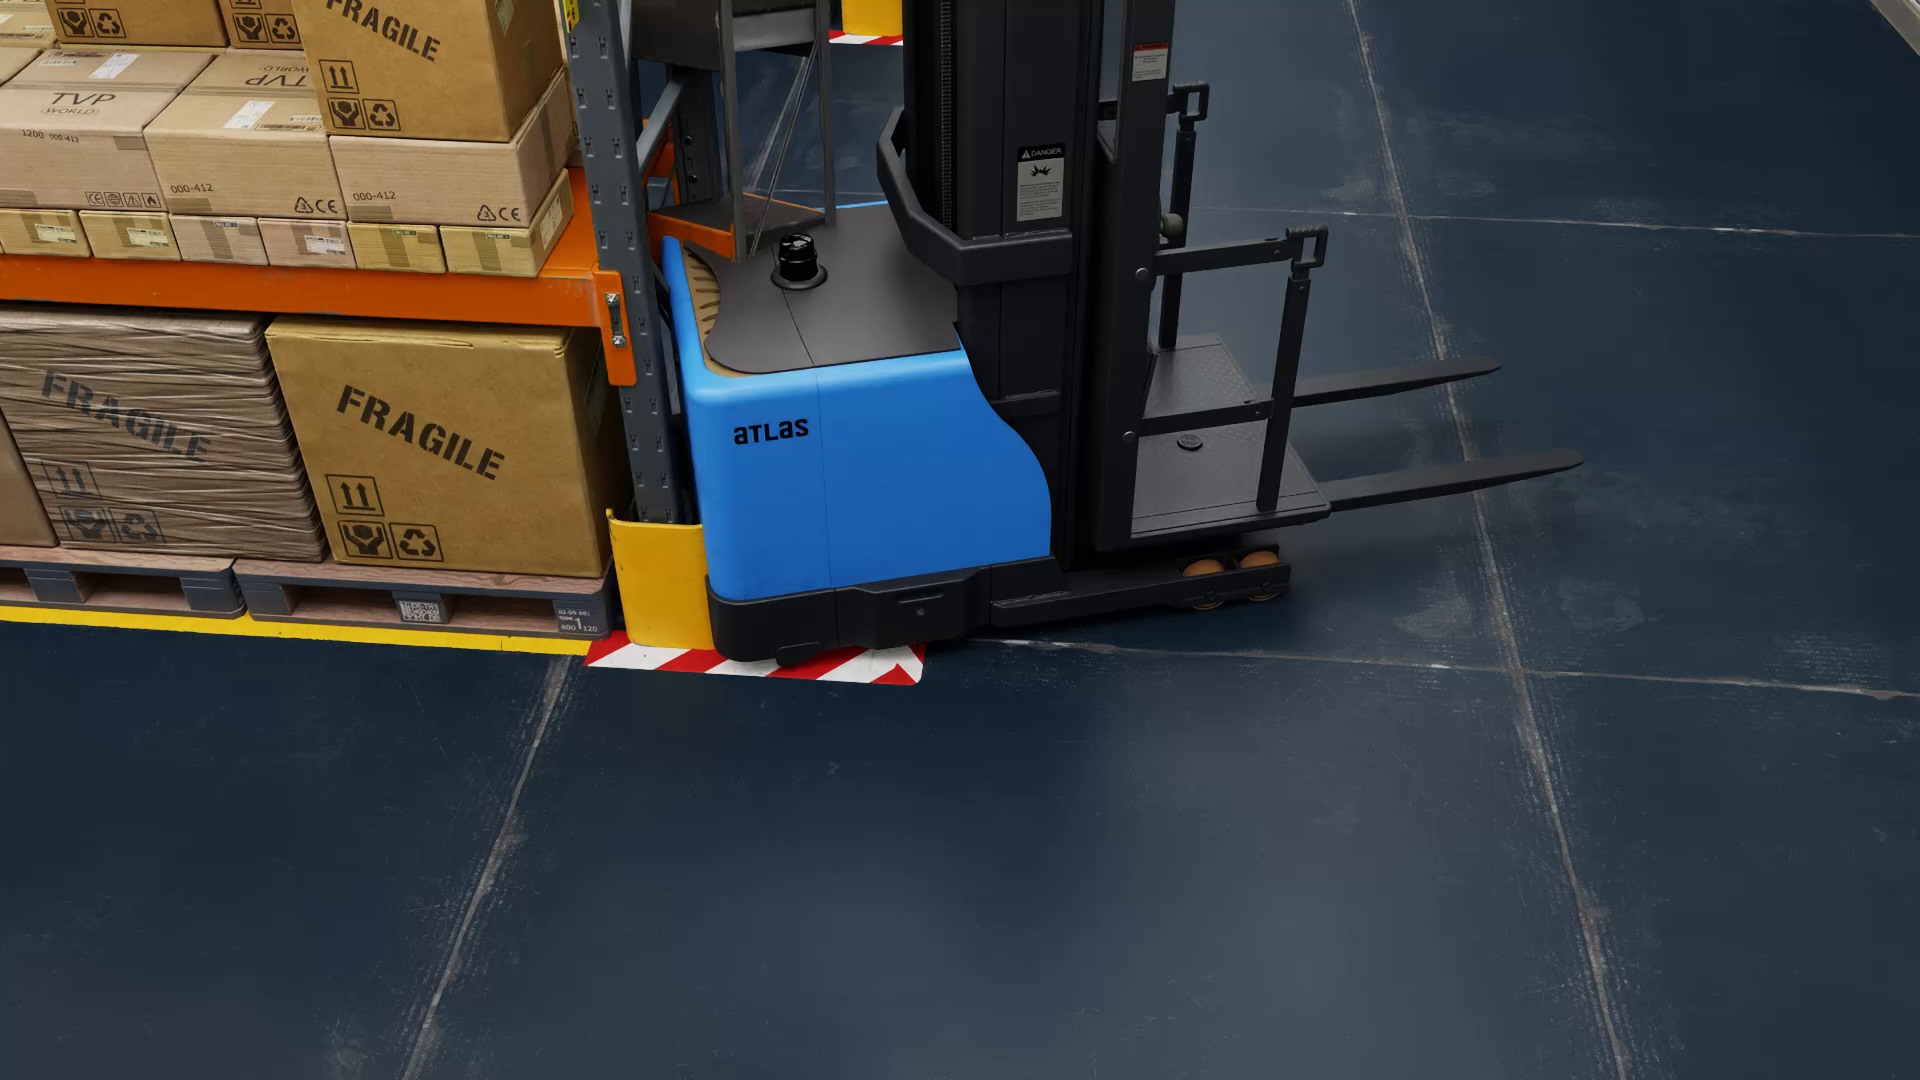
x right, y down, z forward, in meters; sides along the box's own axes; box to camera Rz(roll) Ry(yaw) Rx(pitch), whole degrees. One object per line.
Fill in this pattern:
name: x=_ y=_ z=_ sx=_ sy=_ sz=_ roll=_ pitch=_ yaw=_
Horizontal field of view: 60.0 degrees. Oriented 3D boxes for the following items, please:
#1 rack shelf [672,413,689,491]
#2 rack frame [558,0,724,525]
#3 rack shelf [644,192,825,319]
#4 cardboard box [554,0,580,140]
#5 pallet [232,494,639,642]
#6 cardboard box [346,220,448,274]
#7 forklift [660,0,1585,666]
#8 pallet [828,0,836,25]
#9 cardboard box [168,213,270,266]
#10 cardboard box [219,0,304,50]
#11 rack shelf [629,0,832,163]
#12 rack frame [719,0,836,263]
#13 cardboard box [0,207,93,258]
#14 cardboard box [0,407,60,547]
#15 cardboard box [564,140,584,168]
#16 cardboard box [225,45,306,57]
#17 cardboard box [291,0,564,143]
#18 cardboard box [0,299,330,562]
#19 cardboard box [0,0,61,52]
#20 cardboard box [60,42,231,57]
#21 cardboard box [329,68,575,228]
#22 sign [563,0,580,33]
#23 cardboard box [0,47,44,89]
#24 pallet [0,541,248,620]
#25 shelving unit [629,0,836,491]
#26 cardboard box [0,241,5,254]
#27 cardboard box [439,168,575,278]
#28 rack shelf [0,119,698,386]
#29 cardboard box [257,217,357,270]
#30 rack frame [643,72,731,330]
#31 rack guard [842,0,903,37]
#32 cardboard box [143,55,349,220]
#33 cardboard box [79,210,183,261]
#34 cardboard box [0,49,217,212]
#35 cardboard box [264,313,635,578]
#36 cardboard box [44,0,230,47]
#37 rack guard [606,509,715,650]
rack shelf: x=-0.703 y=-0.198 z=5.658 sx=0.480 sy=0.518 sz=0.431 roll=21 pitch=32 yaw=40
rack frame: x=-0.885 y=-1.186 z=4.831 sx=0.127 sy=3.000 sz=1.000 roll=3 pitch=39 yaw=4
rack shelf: x=-0.708 y=-0.837 z=5.372 sx=0.480 sy=0.518 sz=0.431 roll=21 pitch=32 yaw=40
cardboard box: x=-1.340 y=-1.440 z=5.026 sx=0.500 sy=0.250 sz=0.500 roll=2 pitch=39 yaw=3
pallet: x=-1.688 y=-0.099 z=5.705 sx=1.213 sy=0.211 sz=1.003 roll=3 pitch=39 yaw=4
cardboard box: x=-1.527 y=-0.914 z=4.696 sx=0.250 sy=0.149 sz=0.380 roll=4 pitch=39 yaw=4
forklift: x=0.607 y=-1.225 z=4.934 sx=3.031 sy=2.935 sz=1.130 roll=-8 pitch=40 yaw=-10
pallet: x=-1.276 y=-3.289 z=9.624 sx=1.213 sy=0.211 sz=1.003 roll=3 pitch=39 yaw=4
cardboard box: x=-2.027 y=-0.943 z=4.731 sx=0.250 sy=0.149 sz=0.380 roll=4 pitch=39 yaw=5
cardboard box: x=-1.838 y=-1.758 z=4.822 sx=0.500 sy=0.500 sz=0.500 roll=2 pitch=39 yaw=3
rack shelf: x=-0.714 y=-1.475 z=5.086 sx=0.480 sy=0.518 sz=0.431 roll=21 pitch=32 yaw=40
rack frame: x=-0.534 y=-0.781 z=5.210 sx=0.015 sy=2.100 sz=0.400 roll=21 pitch=32 yaw=40
cardboard box: x=-2.544 y=-0.970 z=4.764 sx=0.250 sy=0.149 sz=0.380 roll=3 pitch=39 yaw=4
cardboard box: x=-3.323 y=-0.608 z=5.471 sx=0.875 sy=0.875 sz=0.875 roll=3 pitch=39 yaw=4
cardboard box: x=-1.210 y=-1.316 z=5.189 sx=0.250 sy=0.149 sz=0.380 roll=4 pitch=39 yaw=4
cardboard box: x=-1.858 y=-1.464 z=5.055 sx=0.500 sy=0.250 sz=0.500 roll=3 pitch=39 yaw=3
cardboard box: x=-1.393 y=-1.396 z=4.378 sx=0.500 sy=0.500 sz=0.500 roll=4 pitch=39 yaw=4
cardboard box: x=-2.436 y=-0.559 z=5.411 sx=0.875 sy=0.875 sz=0.875 roll=3 pitch=39 yaw=4
cardboard box: x=-2.879 y=-1.518 z=5.123 sx=0.500 sy=0.250 sz=0.500 roll=2 pitch=39 yaw=3
cardboard box: x=-2.358 y=-1.493 z=5.092 sx=0.500 sy=0.250 sz=0.500 roll=2 pitch=39 yaw=2
cardboard box: x=-1.390 y=-1.103 z=4.612 sx=0.500 sy=0.250 sz=0.500 roll=3 pitch=39 yaw=3
sign: x=-0.945 y=-1.387 z=3.973 sx=0.005 sy=0.325 sz=0.100 roll=3 pitch=39 yaw=4
cardboard box: x=-2.922 y=-1.184 z=4.712 sx=0.500 sy=0.250 sz=0.500 roll=3 pitch=39 yaw=4
pallet: x=-2.900 y=-0.167 z=5.788 sx=1.213 sy=0.211 sz=1.003 roll=3 pitch=39 yaw=4
shelving unit: x=-0.708 y=-0.849 z=5.366 sx=0.503 sy=2.100 sz=0.431 roll=21 pitch=32 yaw=40
cardboard box: x=-2.791 y=-0.985 z=4.783 sx=0.250 sy=0.149 sz=0.380 roll=4 pitch=39 yaw=5
cardboard box: x=-1.268 y=-0.901 z=4.680 sx=0.250 sy=0.149 sz=0.380 roll=4 pitch=39 yaw=5
rack shelf: x=-2.877 y=-1.016 z=5.192 sx=4.000 sy=0.370 sz=1.077 roll=3 pitch=39 yaw=4
cardboard box: x=-1.778 y=-0.929 z=4.714 sx=0.250 sy=0.149 sz=0.380 roll=3 pitch=39 yaw=4
rack frame: x=-0.883 y=-0.918 z=5.523 sx=0.015 sy=2.100 sz=0.400 roll=21 pitch=32 yaw=40
rack guard: x=-0.432 y=-3.339 z=9.456 sx=0.348 sy=0.500 sz=1.175 roll=3 pitch=39 yaw=4
cardboard box: x=-1.896 y=-1.131 z=4.647 sx=0.500 sy=0.250 sz=0.500 roll=2 pitch=39 yaw=3
cardboard box: x=-2.286 y=-0.956 z=4.747 sx=0.250 sy=0.149 sz=0.380 roll=2 pitch=39 yaw=3
cardboard box: x=-2.403 y=-1.159 z=4.680 sx=0.500 sy=0.250 sz=0.500 roll=2 pitch=39 yaw=2
cardboard box: x=-1.529 y=-0.510 z=5.351 sx=0.875 sy=0.875 sz=0.875 roll=3 pitch=39 yaw=4
cardboard box: x=-2.354 y=-1.782 z=4.852 sx=0.500 sy=0.500 sz=0.500 roll=2 pitch=39 yaw=3
rack guard: x=-0.861 y=-0.216 z=5.619 sx=0.348 sy=0.500 sz=1.175 roll=3 pitch=39 yaw=4
